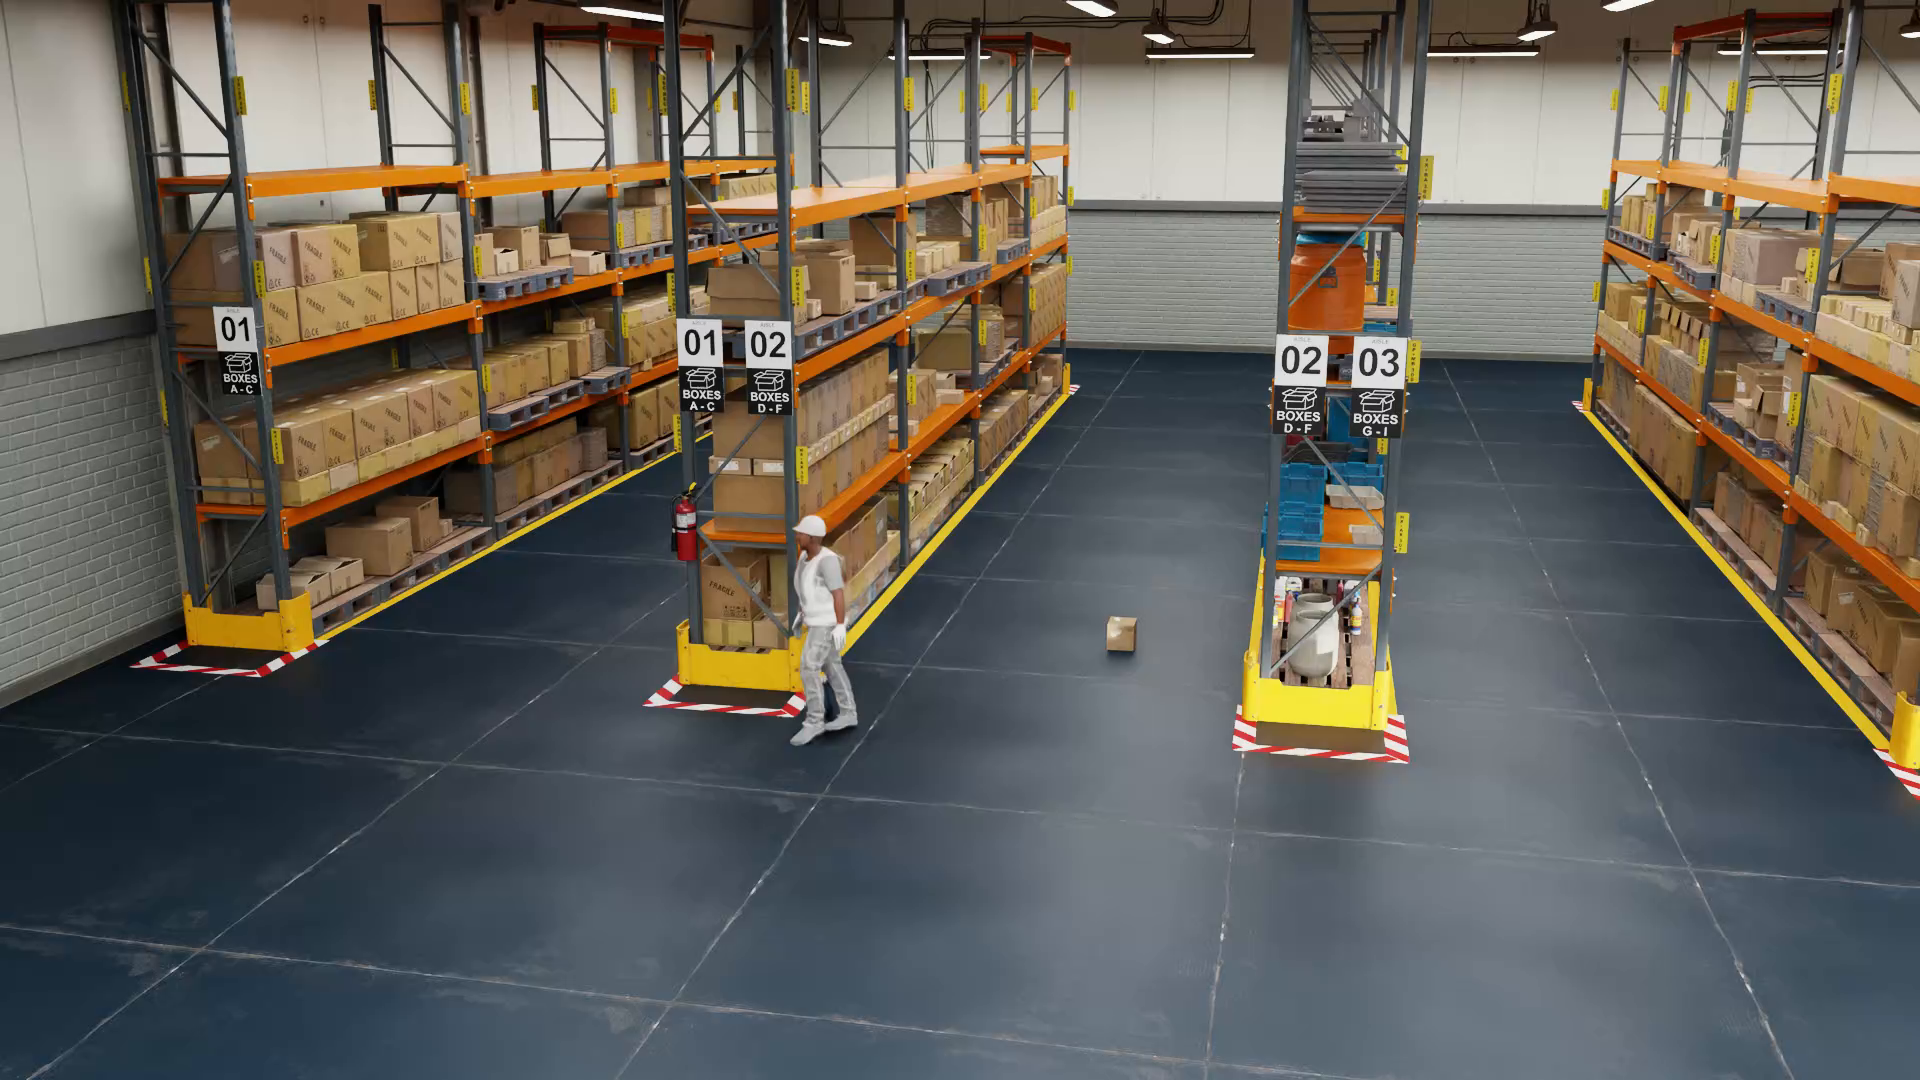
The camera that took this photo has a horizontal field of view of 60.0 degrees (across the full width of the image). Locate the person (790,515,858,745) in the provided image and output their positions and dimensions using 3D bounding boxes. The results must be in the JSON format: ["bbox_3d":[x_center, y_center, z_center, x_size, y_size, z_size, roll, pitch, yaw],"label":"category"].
[{"bbox_3d":[-1.135,0.686,13.318,0.604,1.798,0.626,-5,15,-18],"label":"person"}]
